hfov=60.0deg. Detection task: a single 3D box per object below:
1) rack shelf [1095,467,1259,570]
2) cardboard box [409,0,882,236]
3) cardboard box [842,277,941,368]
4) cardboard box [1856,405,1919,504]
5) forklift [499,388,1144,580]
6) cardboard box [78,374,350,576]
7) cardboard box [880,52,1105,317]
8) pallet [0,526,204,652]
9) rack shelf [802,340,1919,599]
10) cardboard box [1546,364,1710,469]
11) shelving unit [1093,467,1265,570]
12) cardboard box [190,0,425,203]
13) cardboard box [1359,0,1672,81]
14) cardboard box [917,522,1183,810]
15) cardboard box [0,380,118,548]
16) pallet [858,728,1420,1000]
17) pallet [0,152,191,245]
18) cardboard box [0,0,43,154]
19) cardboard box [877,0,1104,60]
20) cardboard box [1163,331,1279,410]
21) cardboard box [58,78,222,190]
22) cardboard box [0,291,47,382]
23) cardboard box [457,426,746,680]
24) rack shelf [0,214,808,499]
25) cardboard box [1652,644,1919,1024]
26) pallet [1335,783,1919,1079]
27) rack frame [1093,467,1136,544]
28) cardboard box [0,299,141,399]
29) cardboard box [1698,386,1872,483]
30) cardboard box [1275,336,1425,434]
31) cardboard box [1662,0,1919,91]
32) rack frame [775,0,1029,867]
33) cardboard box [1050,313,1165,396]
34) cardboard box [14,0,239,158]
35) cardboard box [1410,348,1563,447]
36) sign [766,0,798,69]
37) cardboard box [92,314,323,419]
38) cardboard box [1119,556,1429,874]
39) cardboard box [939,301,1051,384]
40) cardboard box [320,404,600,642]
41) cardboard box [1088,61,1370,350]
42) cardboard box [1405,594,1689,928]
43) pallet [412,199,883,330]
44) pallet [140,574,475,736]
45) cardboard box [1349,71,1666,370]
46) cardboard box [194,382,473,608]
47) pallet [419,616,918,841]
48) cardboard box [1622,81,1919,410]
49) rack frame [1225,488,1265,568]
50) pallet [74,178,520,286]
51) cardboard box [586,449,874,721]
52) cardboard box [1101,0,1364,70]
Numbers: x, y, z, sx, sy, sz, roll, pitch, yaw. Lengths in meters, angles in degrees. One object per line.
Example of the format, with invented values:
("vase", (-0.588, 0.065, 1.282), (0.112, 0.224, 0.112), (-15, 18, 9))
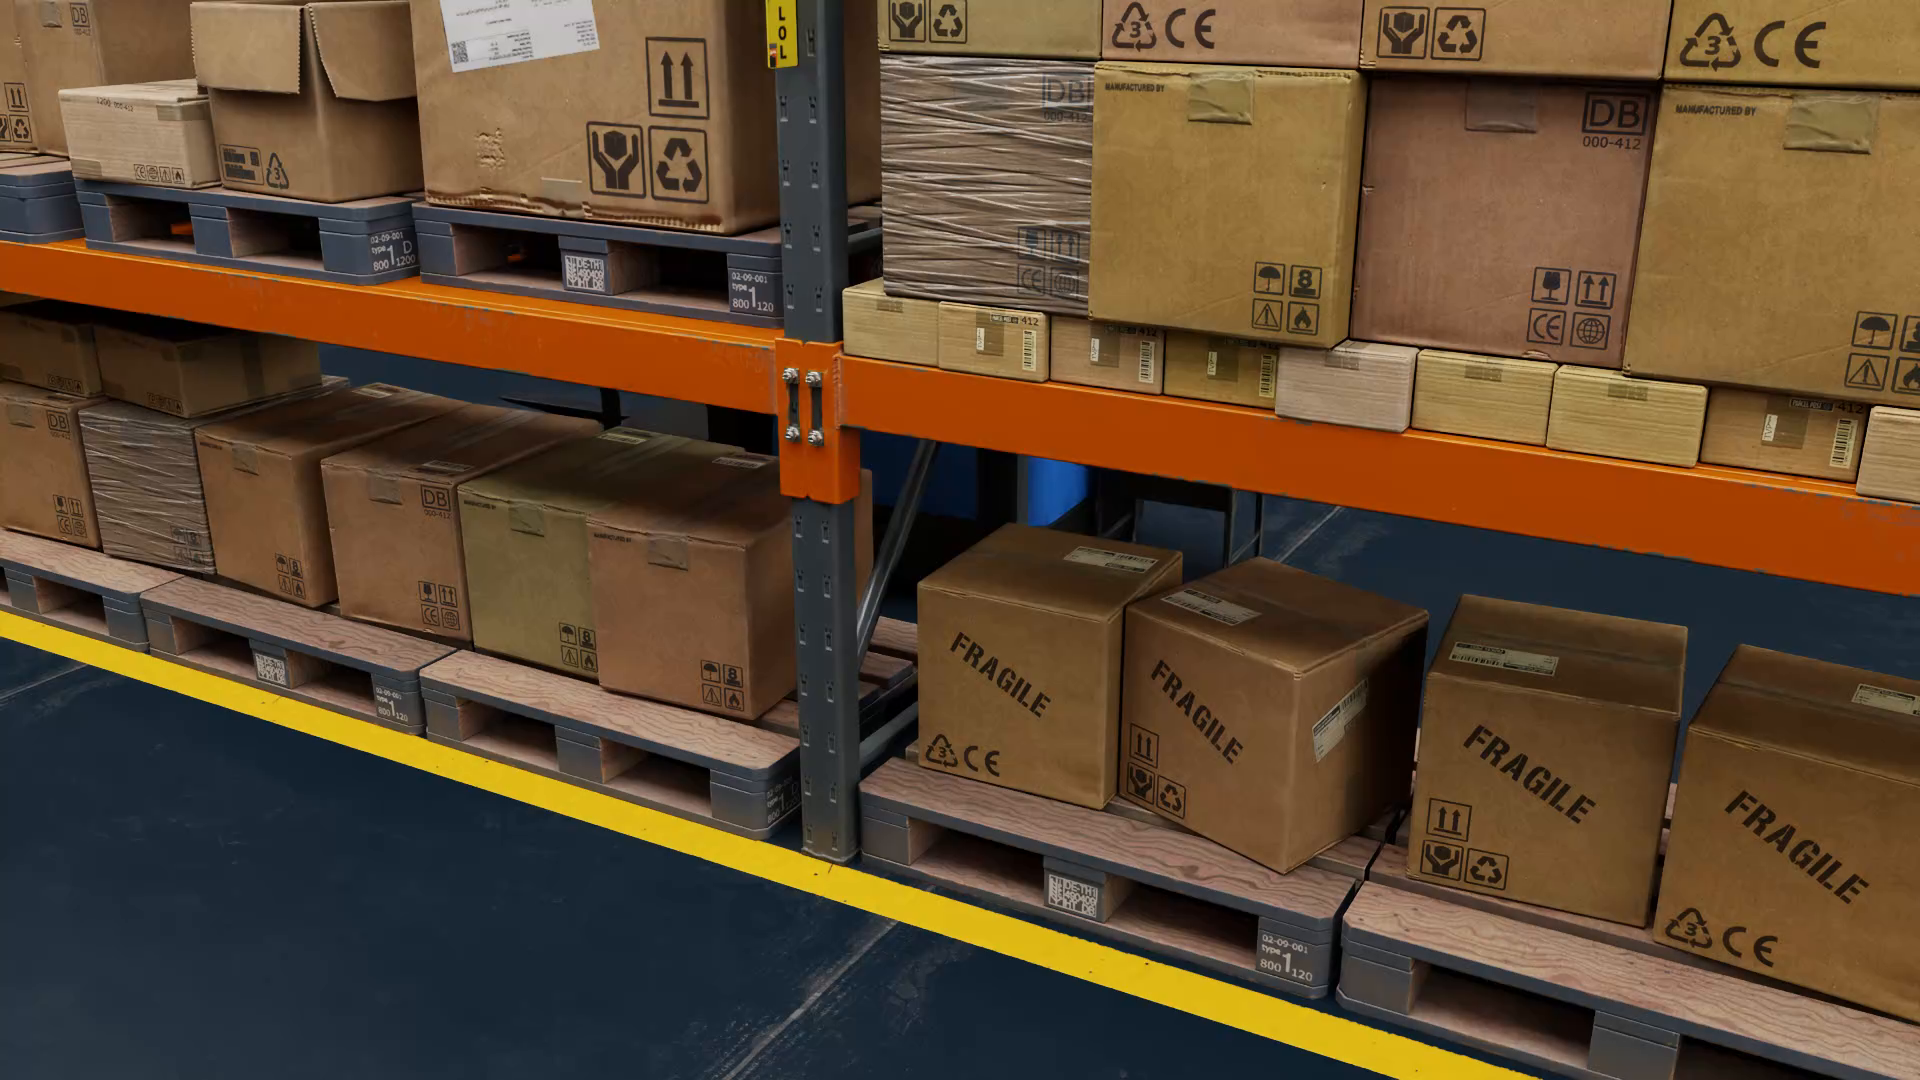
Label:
("rack shelf", (0.784, -0.190, 5.903), (0.480, 0.518, 0.431), (10, 22, 25))
("cardboard box", (-0.725, -1.410, 4.358), (1.000, 1.000, 1.000), (11, 23, 28))
("cardboard box", (-0.059, -0.514, 3.751), (0.250, 0.149, 0.380), (11, 23, 27))
("cardboard box", (1.682, -0.178, 2.825), (0.250, 0.149, 0.380), (11, 23, 27))
("forklift", (-0.846, -1.497, 6.195), (3.031, 2.935, 1.130), (10, 22, 25))
("cardboard box", (-2.507, -0.260, 5.704), (0.500, 0.500, 0.700), (9, 22, 23))
("cardboard box", (0.263, -0.851, 3.728), (0.500, 0.500, 0.875), (11, 23, 27))
("pallet", (-2.910, 0.019, 6.003), (1.213, 0.211, 1.003), (11, 23, 27))
("rack shelf", (1.646, -0.086, 3.259), (4.000, 0.370, 1.077), (11, 23, 27))
("cardboard box", (1.257, -0.268, 3.074), (0.250, 0.149, 0.380), (11, 23, 27))
("shelving unit", (0.784, -0.861, 5.660), (0.503, 2.100, 0.431), (10, 22, 25))
("cardboard box", (-1.658, -1.264, 4.683), (0.637, 0.503, 0.797), (13, 24, 33))
("cardboard box", (1.043, -1.097, 2.942), (0.500, 0.500, 0.500), (11, 23, 27))
("cardboard box", (0.230, 0.299, 4.192), (0.500, 0.500, 0.500), (10, 22, 26))
("cardboard box", (-2.997, -0.348, 5.947), (0.500, 0.500, 0.700), (10, 22, 24))
("pallet", (0.504, 0.655, 4.250), (1.213, 0.211, 1.003), (11, 23, 27))
("pallet", (-2.918, -1.245, 5.680), (1.003, 0.211, 1.213), (11, 23, 27))
("cardboard box", (-3.101, -1.589, 5.584), (0.500, 0.500, 0.500), (8, 21, 21))
("cardboard box", (0.169, -1.263, 3.400), (0.500, 0.500, 0.500), (11, 23, 27))
("cardboard box", (0.608, -0.396, 3.427), (0.250, 0.149, 0.380), (11, 23, 27))
("cardboard box", (-2.241, -1.202, 4.884), (0.500, 0.250, 0.500), (10, 22, 26))
("cardboard box", (-4.184, -0.742, 6.511), (0.875, 0.875, 1.225), (10, 22, 25))
("cardboard box", (-1.033, 0.018, 4.938), (0.500, 0.500, 0.700), (11, 22, 27))
("rack shelf", (-1.846, -0.751, 5.093), (4.000, 0.370, 1.077), (11, 23, 27))
("cardboard box", (1.779, 0.578, 3.423), (0.500, 0.500, 0.500), (13, 24, 32))
("pallet", (1.573, 0.858, 3.691), (1.213, 0.211, 1.003), (11, 23, 27))
("rack frame", (0.566, -0.898, 5.763), (0.015, 2.100, 0.400), (10, 22, 25))
("cardboard box", (-2.992, -0.704, 5.828), (0.500, 0.250, 0.500), (12, 23, 29))
("cardboard box", (1.498, -0.240, 2.997), (0.250, 0.149, 0.380), (11, 23, 27))
("cardboard box", (0.806, -0.342, 3.278), (0.250, 0.149, 0.380), (11, 23, 27))
("cardboard box", (1.484, -1.018, 2.722), (0.500, 0.500, 0.500), (11, 23, 27))
("rack frame", (-0.100, -0.757, 4.053), (0.127, 3.000, 1.000), (11, 23, 27))
("cardboard box", (0.385, -0.435, 3.533), (0.250, 0.149, 0.380), (11, 23, 27))
("cardboard box", (-2.565, -1.526, 5.410), (0.500, 0.500, 0.700), (15, 25, 35))
("cardboard box", (1.044, -0.313, 3.198), (0.250, 0.149, 0.380), (11, 23, 27))
("sign", (-0.367, -1.135, 3.399), (0.005, 0.325, 0.100), (11, 23, 27))
("cardboard box", (-2.524, -0.619, 5.593), (0.500, 0.250, 0.500), (14, 24, 33))
("cardboard box", (0.734, 0.392, 3.935), (0.500, 0.500, 0.500), (-17, 26, -39))
("cardboard box", (0.153, -0.468, 3.625), (0.250, 0.149, 0.380), (11, 23, 27))
("cardboard box", (-1.521, -0.075, 5.194), (0.500, 0.500, 0.700), (9, 22, 23))
("cardboard box", (0.682, -0.757, 3.470), (0.500, 0.500, 0.875), (11, 23, 27))
("cardboard box", (1.314, 0.472, 3.715), (0.500, 0.500, 0.500), (9, 22, 23))
("pallet", (-0.696, -0.837, 4.556), (1.213, 0.211, 1.003), (11, 23, 27))
("pallet", (-1.849, 0.222, 5.443), (1.213, 0.211, 1.003), (11, 23, 27))
("cardboard box", (1.168, -0.704, 3.324), (0.500, 0.500, 0.875), (11, 23, 27))
("cardboard box", (-2.008, -0.168, 5.449), (0.500, 0.500, 0.700), (13, 24, 32))
("pallet", (-0.780, 0.425, 4.884), (1.213, 0.211, 1.003), (11, 23, 27))
("cardboard box", (1.584, -0.608, 3.061), (0.500, 0.500, 0.875), (11, 23, 27))
("rack frame", (1.003, -0.824, 5.557), (0.015, 2.100, 0.400), (10, 22, 25))
("pallet", (-1.844, -1.015, 5.046), (1.213, 0.211, 1.003), (11, 23, 27))
("cardboard box", (-0.625, 0.103, 4.704), (0.500, 0.500, 0.700), (9, 22, 23))
("cardboard box", (0.606, -1.181, 3.172), (0.500, 0.500, 0.500), (11, 23, 27))
